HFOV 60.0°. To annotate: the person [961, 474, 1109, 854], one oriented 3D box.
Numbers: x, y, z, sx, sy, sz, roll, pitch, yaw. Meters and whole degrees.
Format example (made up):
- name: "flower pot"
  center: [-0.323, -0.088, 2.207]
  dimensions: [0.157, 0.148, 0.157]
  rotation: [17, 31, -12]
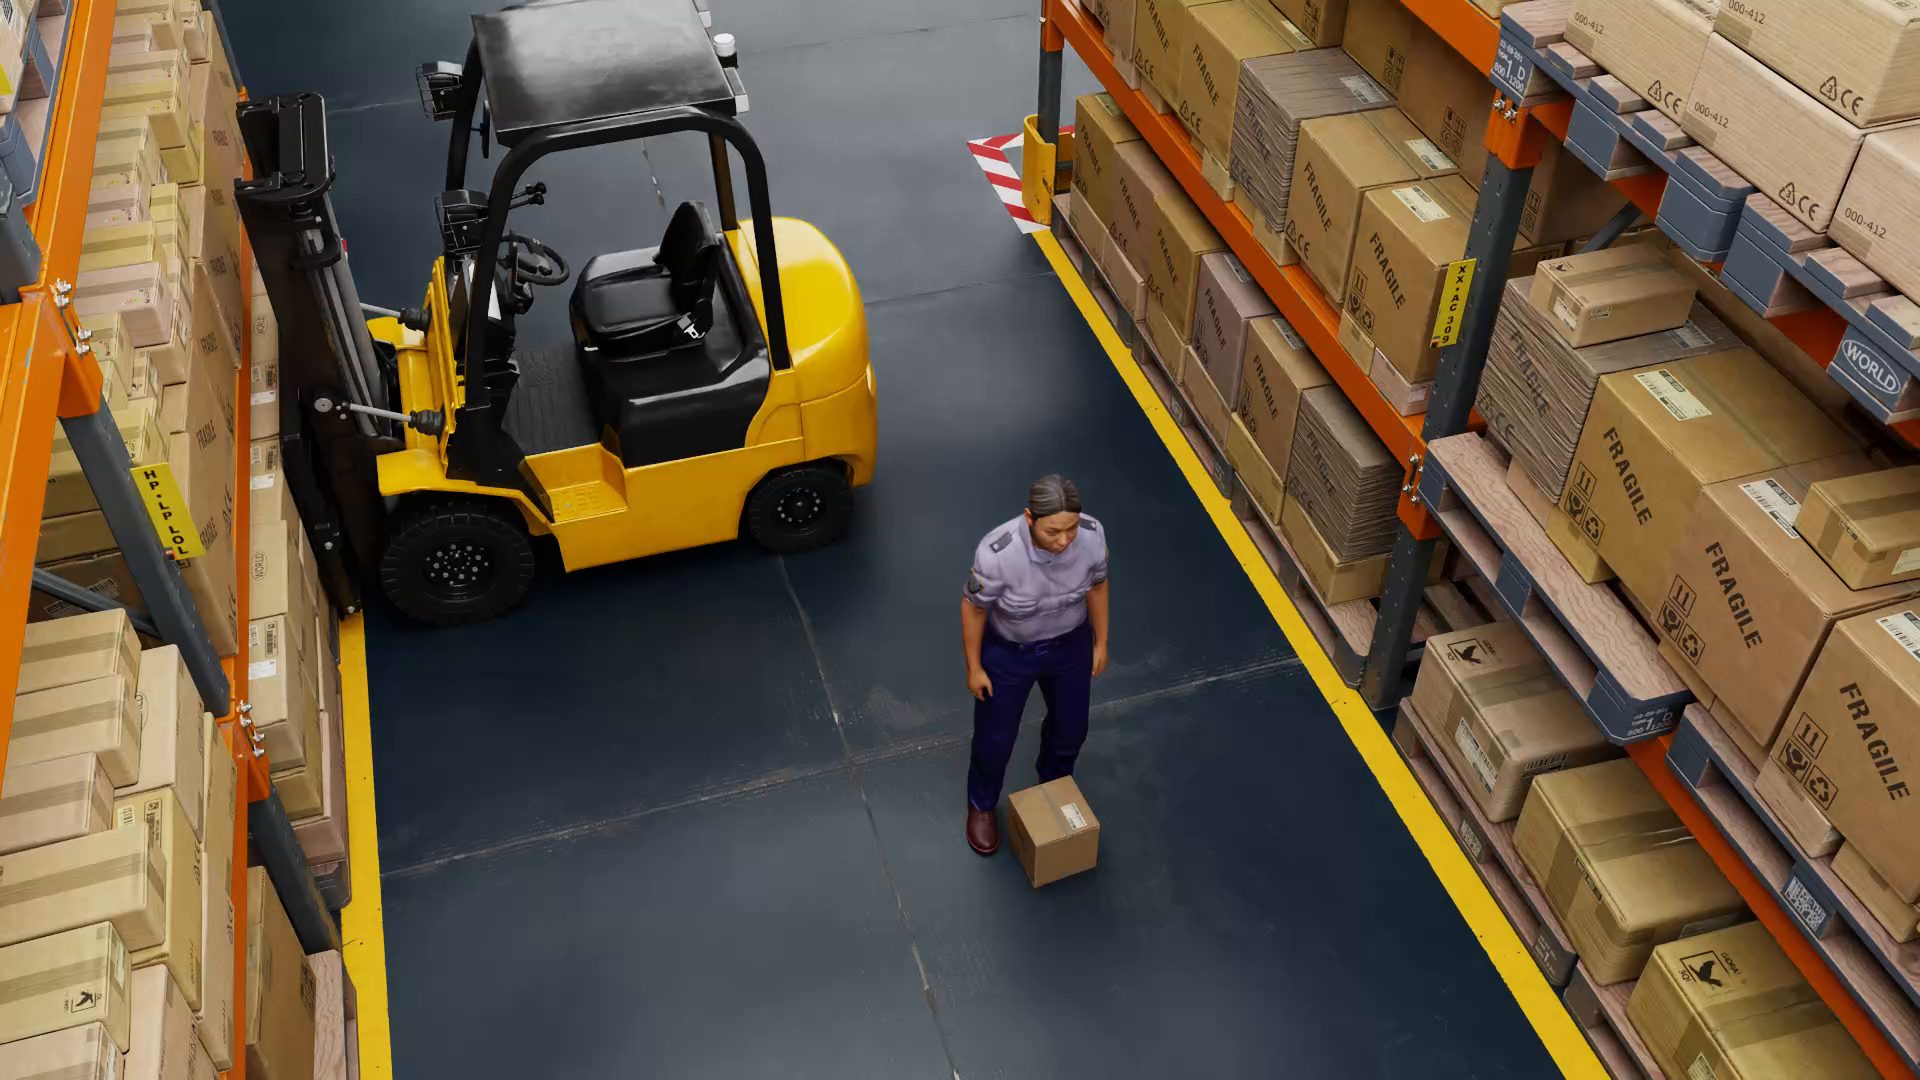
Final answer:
- name: "person"
  center: [0.256, 0.391, 5.739]
  dimensions: [0.538, 1.652, 0.371]
  rotation: [-12, 44, -12]
